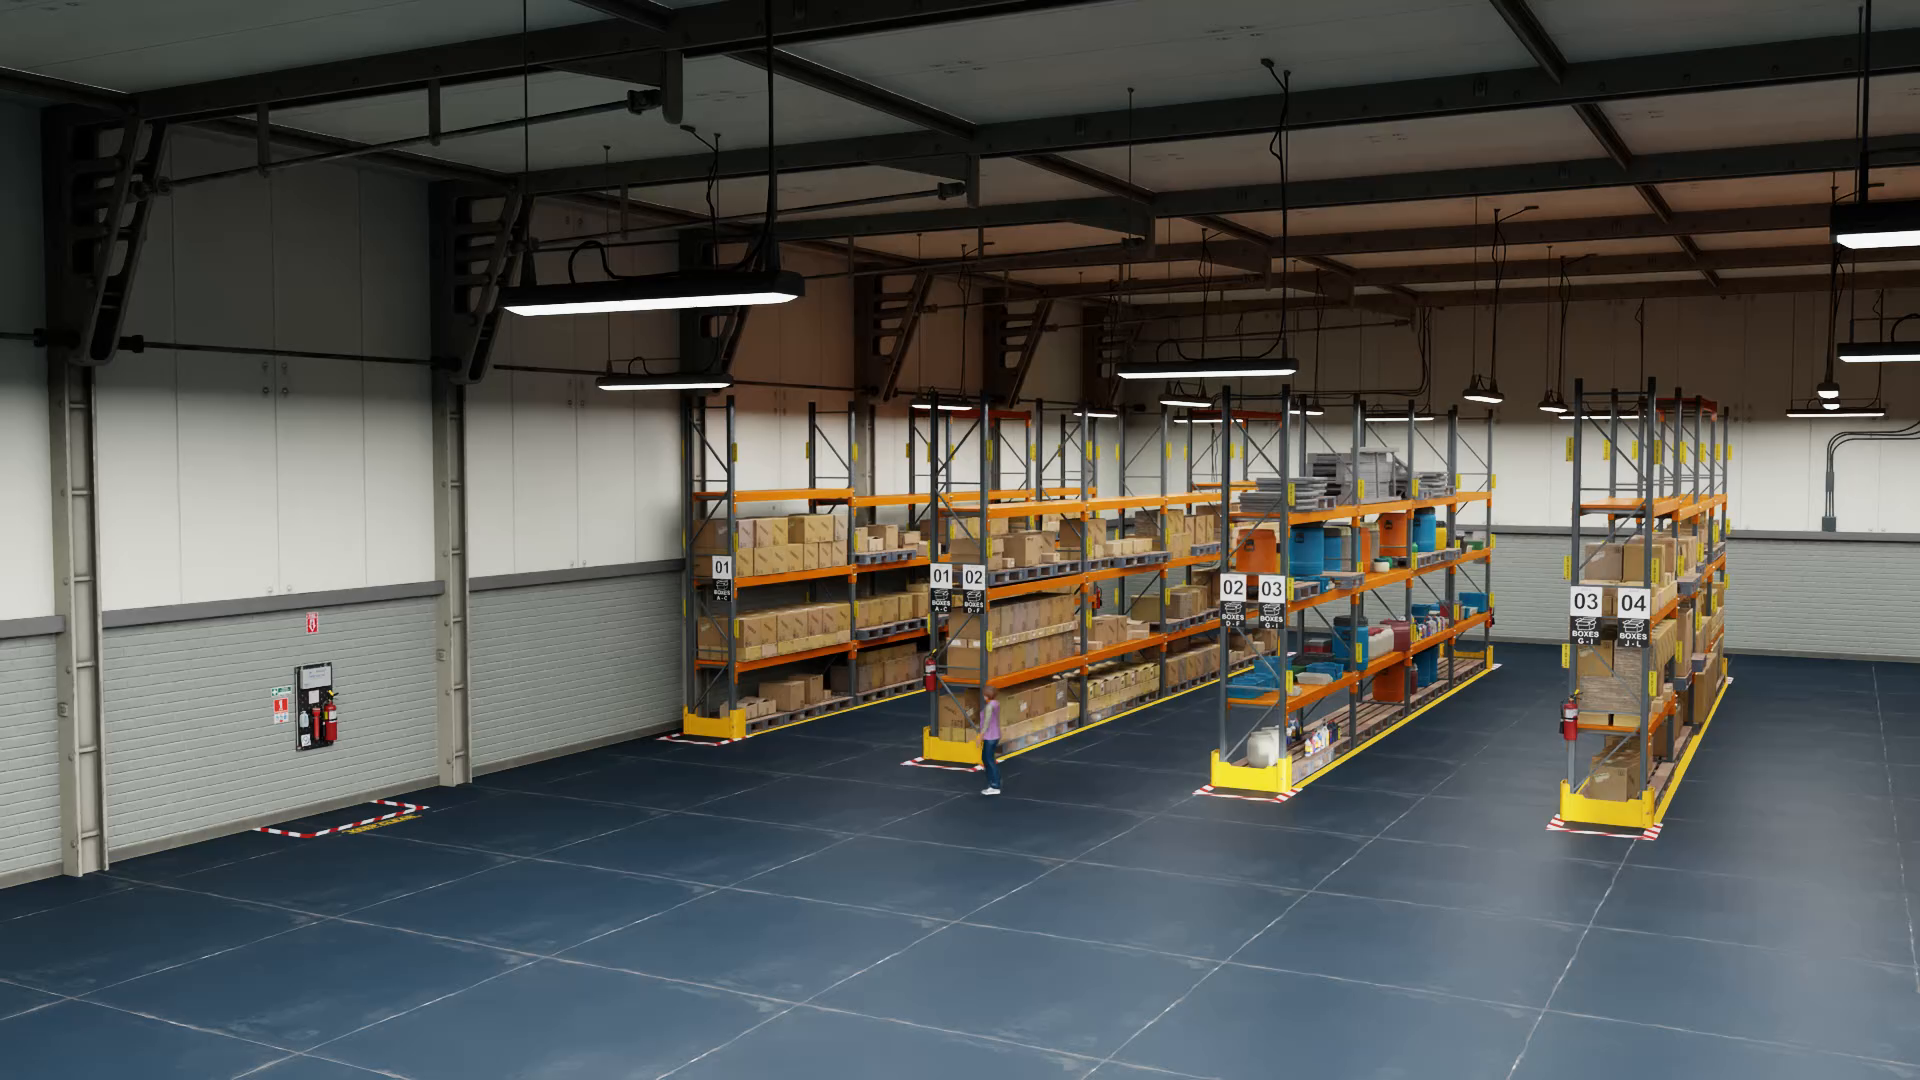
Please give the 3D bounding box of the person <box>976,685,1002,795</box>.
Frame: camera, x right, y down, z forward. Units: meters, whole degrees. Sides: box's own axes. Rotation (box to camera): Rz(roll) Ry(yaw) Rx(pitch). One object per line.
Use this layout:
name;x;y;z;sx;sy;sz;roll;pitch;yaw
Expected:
person;0.445;2.949;24.279;0.355;1.678;0.474;1;3;16
